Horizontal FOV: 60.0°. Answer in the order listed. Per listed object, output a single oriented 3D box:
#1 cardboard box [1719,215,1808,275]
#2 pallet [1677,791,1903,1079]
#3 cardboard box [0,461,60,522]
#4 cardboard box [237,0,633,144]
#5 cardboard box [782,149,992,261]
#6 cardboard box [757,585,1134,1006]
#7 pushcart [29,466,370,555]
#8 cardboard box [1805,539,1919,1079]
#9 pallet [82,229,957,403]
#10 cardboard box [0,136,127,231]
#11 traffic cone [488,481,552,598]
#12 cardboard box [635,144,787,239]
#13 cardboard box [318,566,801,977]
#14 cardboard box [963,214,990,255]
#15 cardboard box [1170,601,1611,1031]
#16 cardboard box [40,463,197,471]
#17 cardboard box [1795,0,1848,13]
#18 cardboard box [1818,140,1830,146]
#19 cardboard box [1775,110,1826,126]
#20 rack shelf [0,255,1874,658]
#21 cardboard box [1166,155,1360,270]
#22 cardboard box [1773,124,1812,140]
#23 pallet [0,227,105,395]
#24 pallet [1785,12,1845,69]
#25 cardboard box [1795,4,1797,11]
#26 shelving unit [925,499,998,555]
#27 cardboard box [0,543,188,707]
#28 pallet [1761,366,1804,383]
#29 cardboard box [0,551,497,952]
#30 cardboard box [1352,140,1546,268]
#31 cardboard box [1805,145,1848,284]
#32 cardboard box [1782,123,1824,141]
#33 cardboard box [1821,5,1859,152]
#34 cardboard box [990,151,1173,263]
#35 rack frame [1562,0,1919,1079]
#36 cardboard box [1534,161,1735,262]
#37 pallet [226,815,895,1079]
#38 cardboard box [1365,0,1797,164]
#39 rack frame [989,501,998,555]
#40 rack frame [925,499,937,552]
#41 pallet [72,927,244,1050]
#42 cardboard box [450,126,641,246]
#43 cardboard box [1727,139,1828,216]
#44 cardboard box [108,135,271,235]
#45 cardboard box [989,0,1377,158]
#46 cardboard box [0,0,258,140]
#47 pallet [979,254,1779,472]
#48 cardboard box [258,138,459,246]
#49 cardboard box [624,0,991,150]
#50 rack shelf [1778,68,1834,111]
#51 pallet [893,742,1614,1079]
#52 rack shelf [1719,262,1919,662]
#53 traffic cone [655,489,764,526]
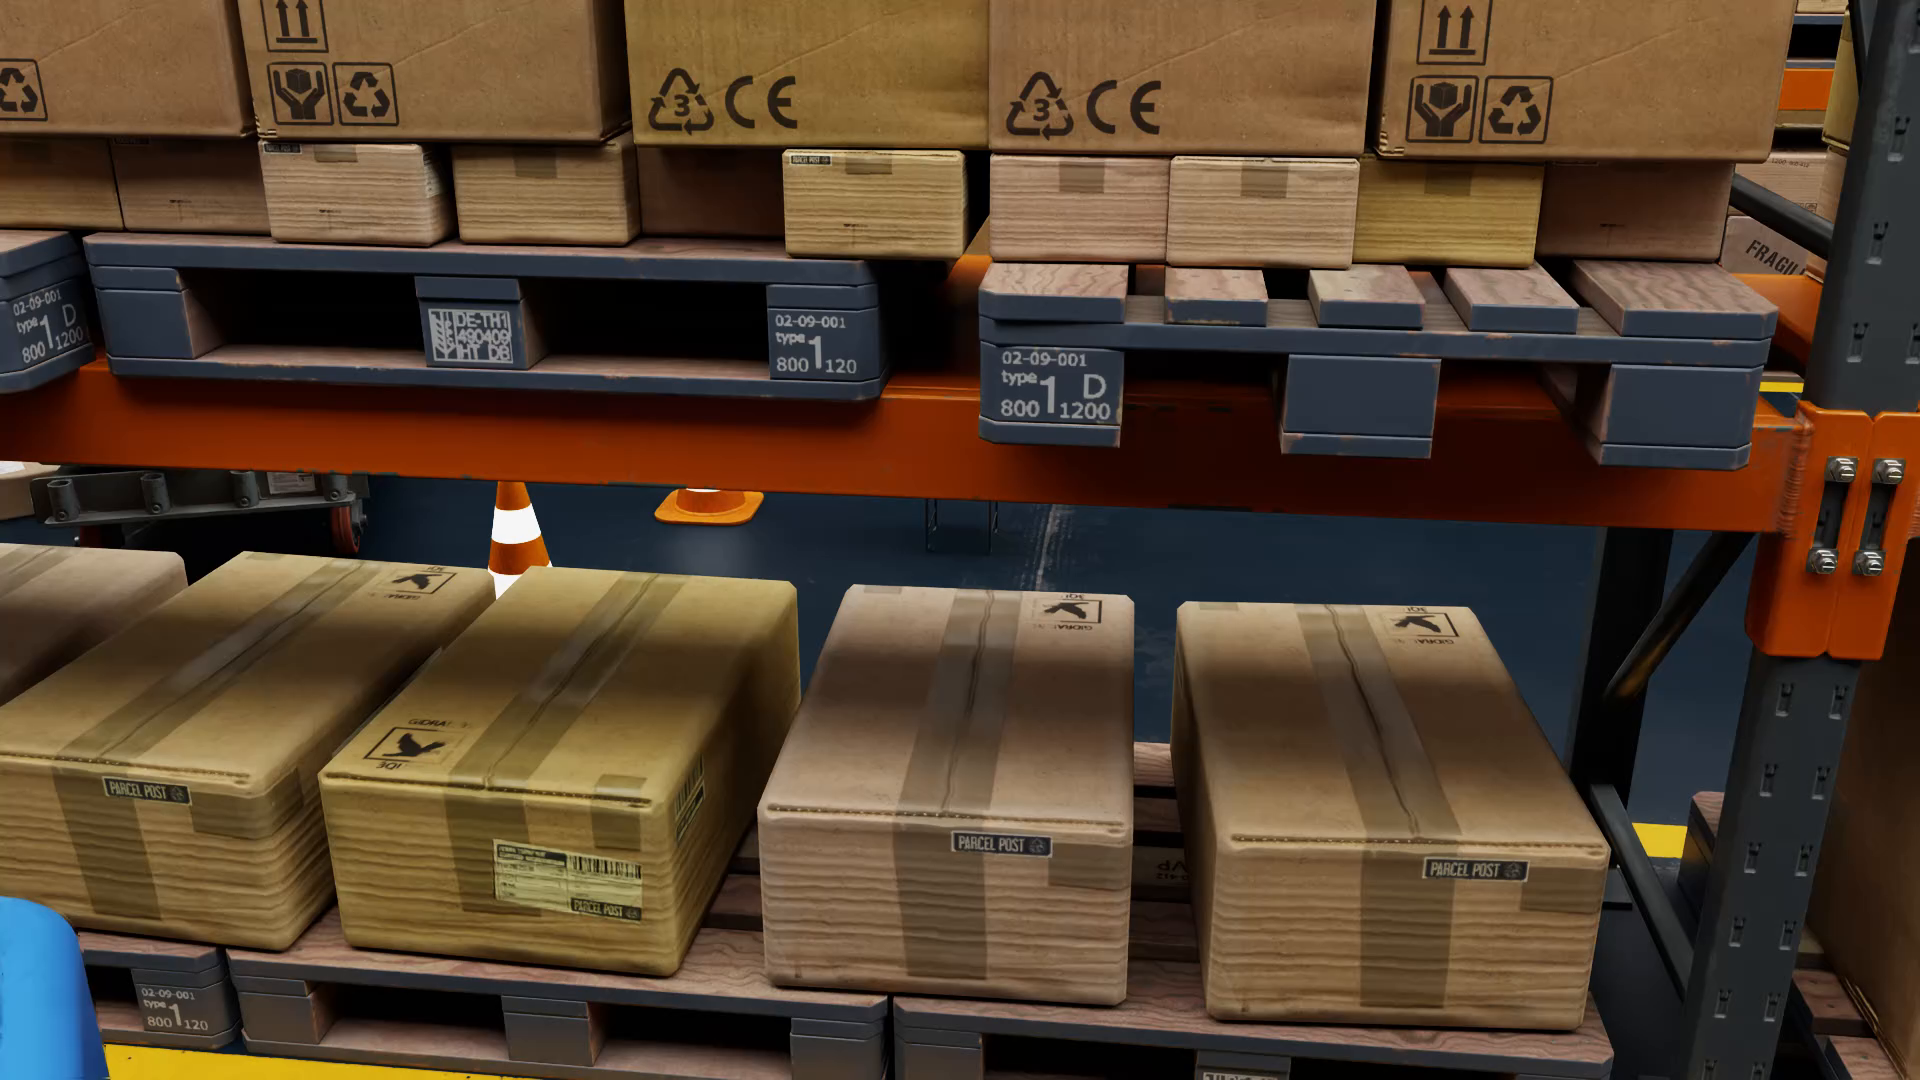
[{"bbox_3d":[3.476,-1.202,7.228,0.500,0.500,0.500,2,22,5],"label":"cardboard box"},{"bbox_3d":[2.085,0.836,3.037,1.213,0.211,1.003,2,22,6],"label":"pallet"},{"bbox_3d":[-3.218,-0.242,5.692,0.396,0.266,0.258,-14,25,-31],"label":"cardboard box"},{"bbox_3d":[-0.731,-0.884,2.484,0.500,0.500,0.500,2,22,4],"label":"cardboard box"},{"bbox_3d":[-0.096,-0.529,2.469,0.250,0.149,0.380,3,22,7],"label":"cardboard box"},{"bbox_3d":[0.017,0.448,3.230,0.625,0.372,0.950,2,22,5],"label":"cardboard box"},{"bbox_3d":[-2.442,-0.310,5.711,0.936,0.377,1.648,-5,22,-12],"label":"pushcart"},{"bbox_3d":[1.987,0.331,2.841,0.875,0.875,0.875,2,22,6],"label":"cardboard box"},{"bbox_3d":[-0.660,-0.503,2.894,1.213,0.211,1.003,2,22,6],"label":"pallet"},{"bbox_3d":[-1.362,-0.609,2.672,0.250,0.149,0.380,3,22,7],"label":"cardboard box"},{"bbox_3d":[-1.265,0.027,4.741,0.334,0.463,0.336,2,22,6],"label":"traffic cone"},{"bbox_3d":[-0.331,-0.586,2.612,0.250,0.149,0.380,3,22,7],"label":"cardboard box"},{"bbox_3d":[-0.735,0.413,3.319,0.625,0.372,0.950,3,22,8],"label":"cardboard box"},{"bbox_3d":[0.331,-1.578,7.841,0.750,0.750,1.050,3,22,7],"label":"cardboard box"},{"bbox_3d":[0.751,0.477,3.157,0.625,0.372,0.950,1,22,3],"label":"cardboard box"},{"bbox_3d":[-2.481,-0.536,5.085,0.500,0.500,0.500,2,22,6],"label":"cardboard box"},{"bbox_3d":[3.531,-2.262,6.853,0.250,0.149,0.380,3,22,7],"label":"cardboard box"},{"bbox_3d":[3.961,-1.527,7.031,0.500,0.250,0.500,2,22,4],"label":"cardboard box"},{"bbox_3d":[5.812,-3.195,11.759,0.875,0.875,1.225,3,22,6],"label":"cardboard box"},{"bbox_3d":[-0.675,-0.274,3.031,4.000,0.370,1.077,2,22,6],"label":"rack shelf"},{"bbox_3d":[0.428,-0.508,2.416,0.250,0.149,0.380,2,22,6],"label":"cardboard box"},{"bbox_3d":[3.509,-1.736,7.559,0.500,0.250,0.500,3,22,8],"label":"cardboard box"},{"bbox_3d":[-1.919,-0.520,2.935,1.213,0.211,1.003,2,22,6],"label":"pallet"},{"bbox_3d":[3.764,-2.174,7.119,1.213,0.211,1.003,2,22,6],"label":"pallet"},{"bbox_3d":[3.281,-2.274,6.883,0.250,0.149,0.380,3,22,8],"label":"cardboard box"},{"bbox_3d":[0.008,-0.418,5.273,0.210,0.900,0.258,2,22,6],"label":"shelving unit"},{"bbox_3d":[-2.140,0.354,3.469,0.625,0.372,0.950,3,22,7],"label":"cardboard box"},{"bbox_3d":[3.777,-0.949,7.553,1.213,0.211,1.003,2,22,6],"label":"pallet"},{"bbox_3d":[-1.426,0.383,3.393,0.625,0.372,0.950,4,22,10],"label":"cardboard box"},{"bbox_3d":[0.683,-0.514,2.430,0.250,0.149,0.380,3,22,7],"label":"cardboard box"},{"bbox_3d":[1.844,-0.525,2.892,0.500,0.250,0.500,2,22,4],"label":"cardboard box"},{"bbox_3d":[4.028,-1.716,7.510,0.500,0.250,0.500,3,22,8],"label":"cardboard box"},{"bbox_3d":[1.822,-0.756,2.797,0.500,0.250,0.500,2,22,6],"label":"cardboard box"},{"bbox_3d":[0.179,-0.522,2.451,0.250,0.149,0.380,1,22,4],"label":"cardboard box"},{"bbox_3d":[1.311,-0.522,2.680,0.127,3.000,1.000,2,22,6],"label":"rack frame"},{"bbox_3d":[0.958,-0.529,2.468,0.250,0.149,0.380,3,22,8],"label":"cardboard box"},{"bbox_3d":[-0.673,0.687,3.416,1.213,0.211,1.003,2,22,6],"label":"pallet"},{"bbox_3d":[0.827,-0.820,2.323,0.500,0.500,0.500,2,22,5],"label":"cardboard box"},{"bbox_3d":[0.109,-0.414,5.262,0.006,0.900,0.240,2,22,6],"label":"rack frame"},{"bbox_3d":[-0.093,-0.423,5.285,0.006,0.900,0.240,2,22,6],"label":"rack frame"},{"bbox_3d":[-1.888,0.635,3.547,1.213,0.211,1.003,2,22,6],"label":"pallet"},{"bbox_3d":[-0.590,-0.567,2.564,0.250,0.149,0.380,2,22,5],"label":"cardboard box"},{"bbox_3d":[3.443,-1.549,7.087,0.500,0.250,0.500,3,22,7],"label":"cardboard box"},{"bbox_3d":[-1.116,-0.598,2.643,0.250,0.149,0.380,3,22,7],"label":"cardboard box"},{"bbox_3d":[0.312,-0.839,2.369,0.500,0.500,0.500,2,22,5],"label":"cardboard box"},{"bbox_3d":[-1.242,-0.902,2.530,0.500,0.500,0.500,2,22,6],"label":"cardboard box"},{"bbox_3d":[0.591,-0.425,2.695,1.003,0.211,1.213,2,22,6],"label":"pallet"},{"bbox_3d":[-0.858,-0.568,2.566,0.250,0.149,0.380,3,22,8],"label":"cardboard box"},{"bbox_3d":[-0.189,-0.860,2.423,0.500,0.500,0.500,1,22,3],"label":"cardboard box"},{"bbox_3d":[3.779,-1.912,7.176,4.000,0.370,1.077,2,22,6],"label":"rack shelf"},{"bbox_3d":[0.535,0.740,3.280,1.213,0.211,1.003,2,22,6],"label":"pallet"},{"bbox_3d":[3.297,-0.101,2.594,4.000,0.370,1.077,2,22,6],"label":"rack shelf"},{"bbox_3d":[-0.859,-0.325,5.633,0.334,0.463,0.336,2,22,6],"label":"traffic cone"}]
